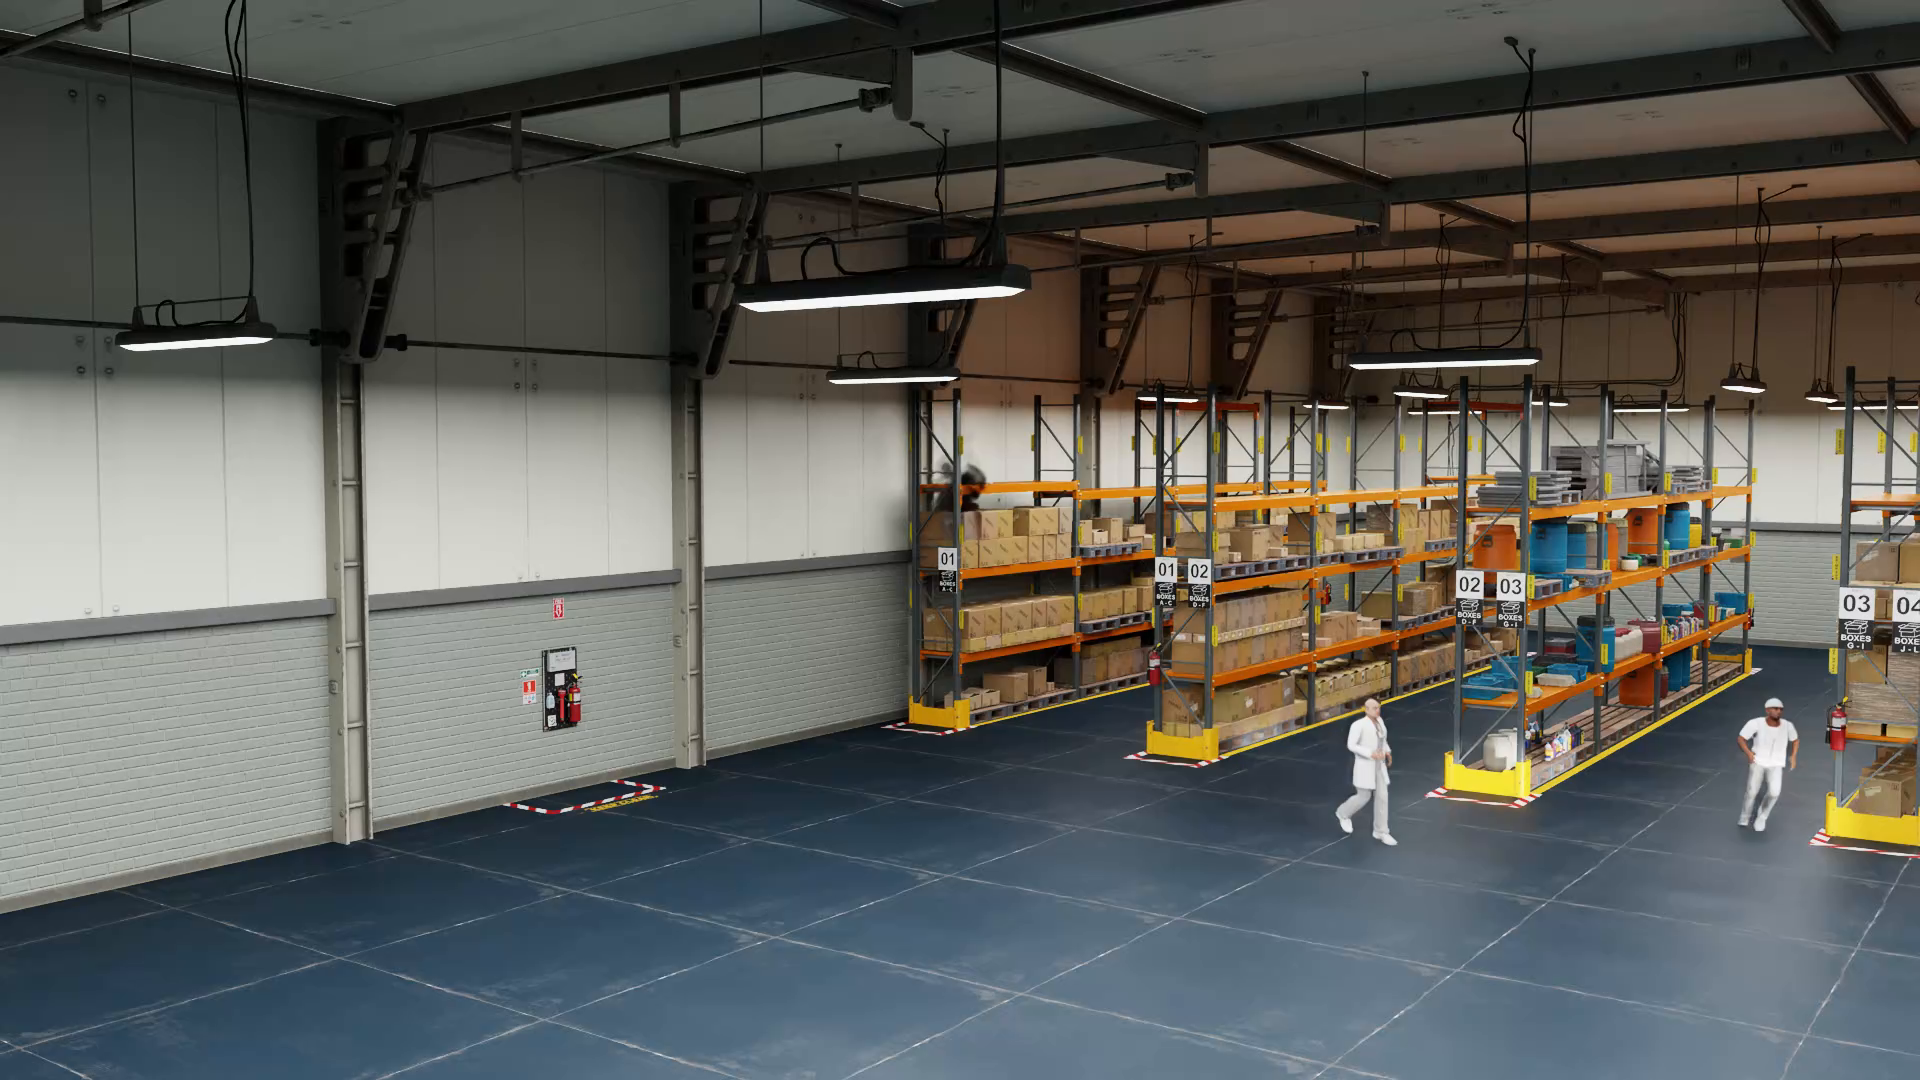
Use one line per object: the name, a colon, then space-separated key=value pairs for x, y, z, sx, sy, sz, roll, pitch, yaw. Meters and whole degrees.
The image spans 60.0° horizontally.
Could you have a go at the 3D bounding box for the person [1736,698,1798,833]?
person: x=10.478 y=2.918 z=21.552 sx=0.766 sy=1.731 sz=0.631 roll=1 pitch=3 yaw=17

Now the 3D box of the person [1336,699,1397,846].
person: x=5.185 y=2.908 z=21.119 sx=0.734 sy=1.799 sz=0.934 roll=-2 pitch=4 yaw=-31
